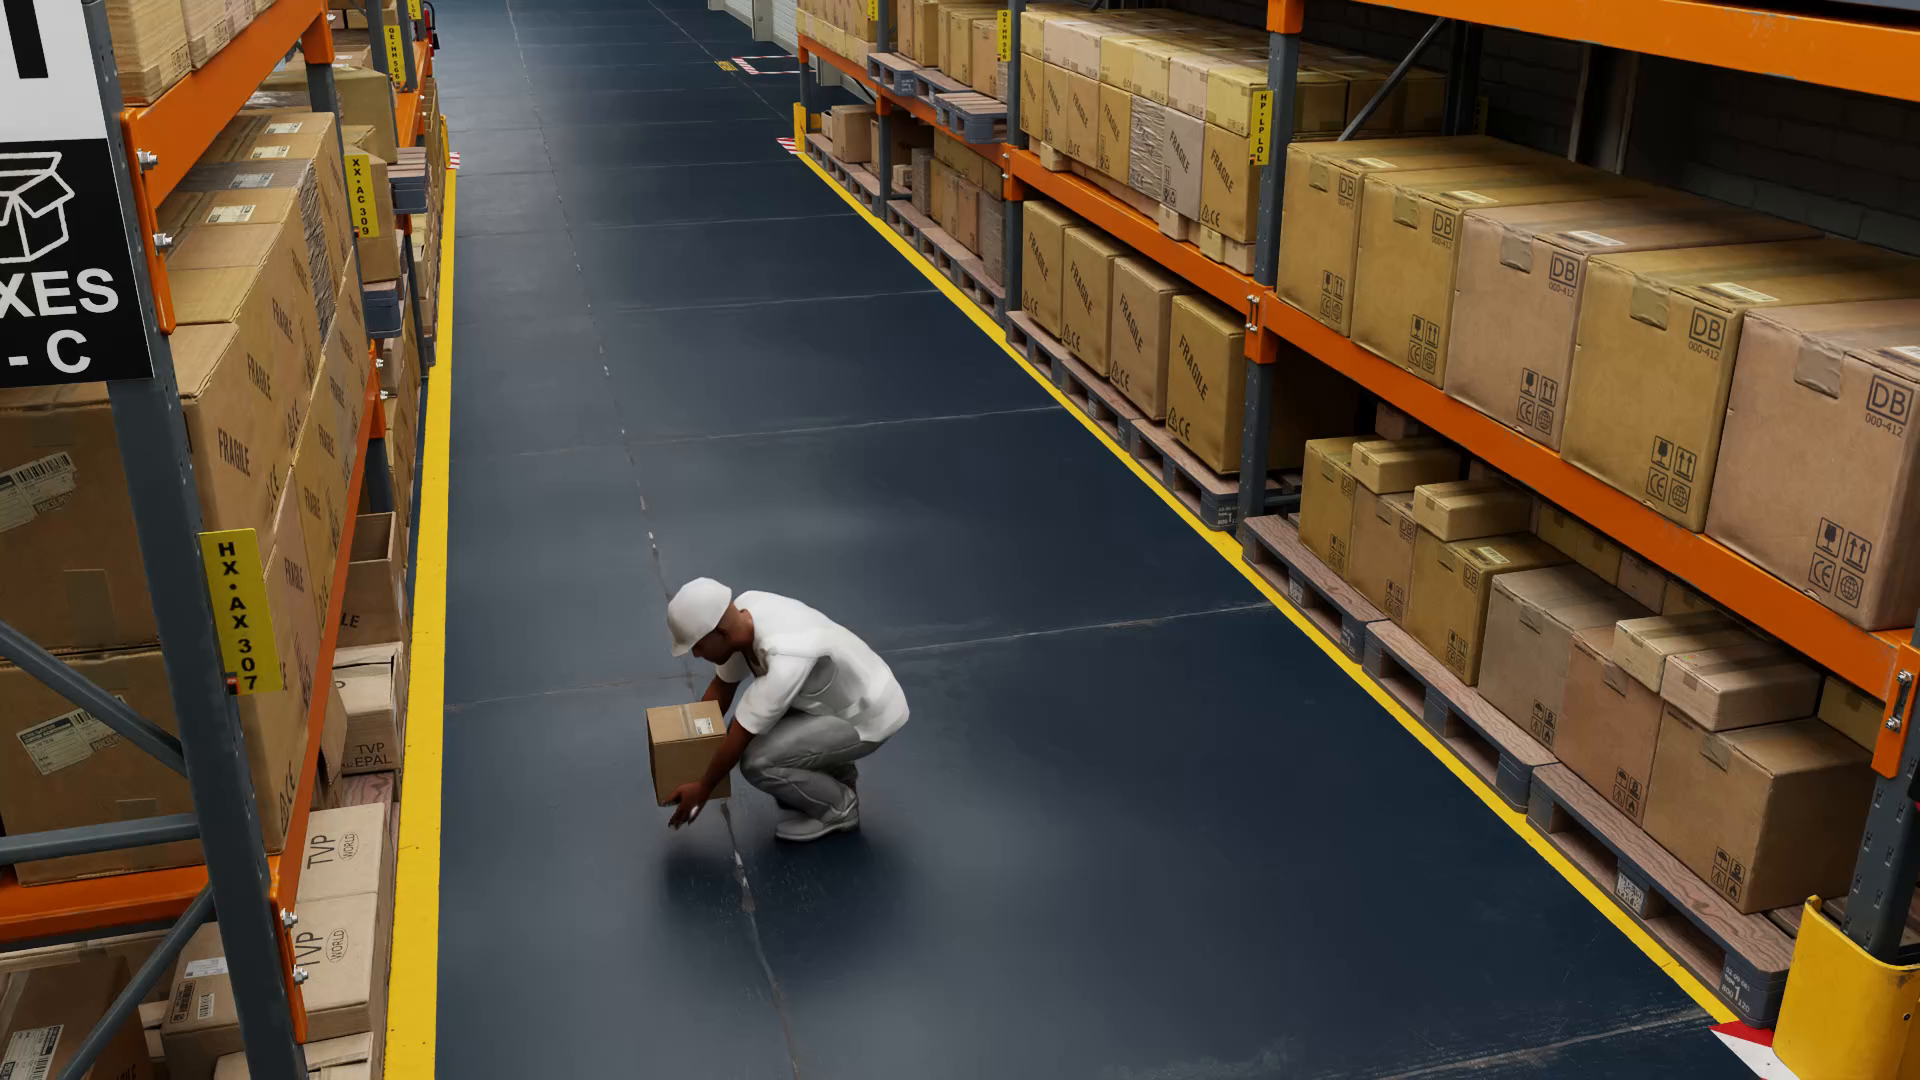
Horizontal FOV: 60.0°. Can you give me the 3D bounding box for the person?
[{"bbox_3d":[-0.621,0.551,5.756,0.885,0.999,0.579,-6,24,-15],"label":"person"}]
